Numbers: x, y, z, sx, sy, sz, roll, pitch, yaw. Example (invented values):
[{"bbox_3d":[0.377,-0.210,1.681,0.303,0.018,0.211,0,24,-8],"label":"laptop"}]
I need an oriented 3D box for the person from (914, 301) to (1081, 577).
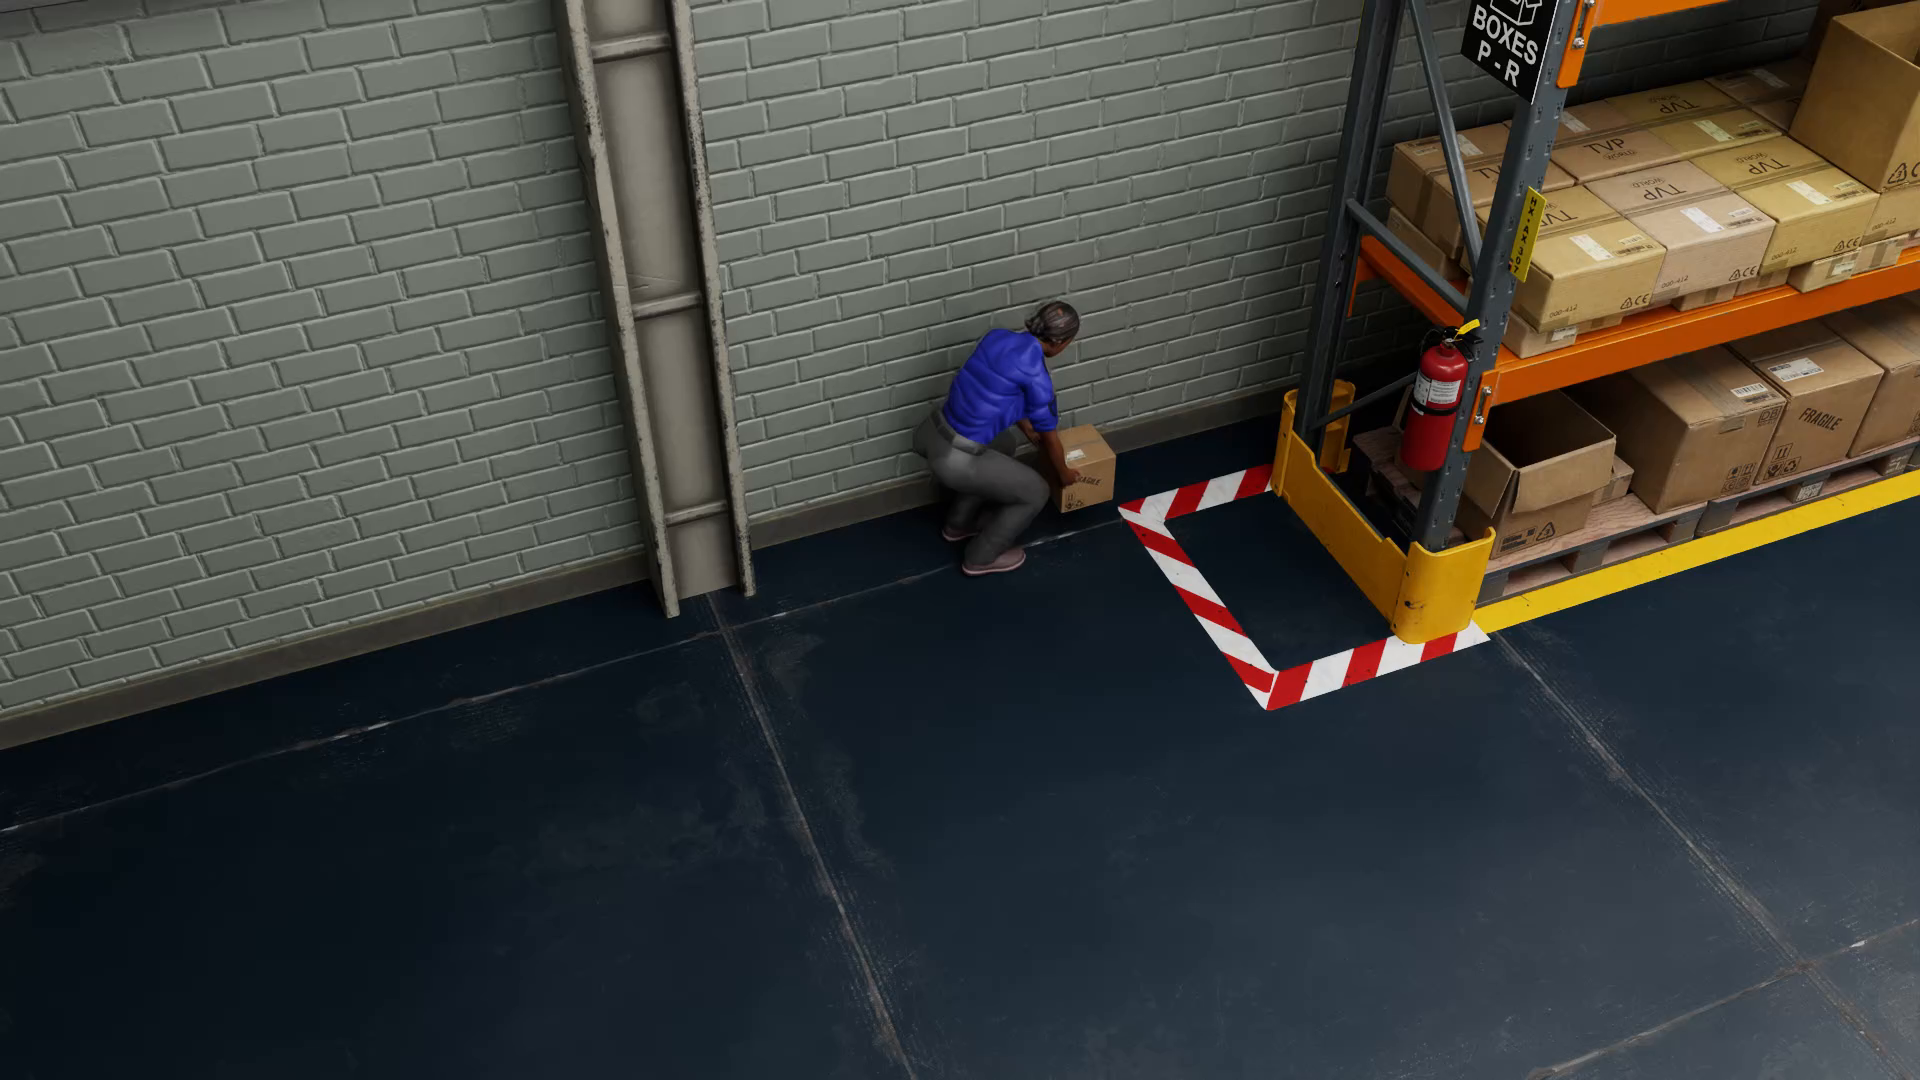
[{"bbox_3d":[0.155,-0.434,7.016,0.726,1.168,0.501,-16,44,-17],"label":"person"}]
